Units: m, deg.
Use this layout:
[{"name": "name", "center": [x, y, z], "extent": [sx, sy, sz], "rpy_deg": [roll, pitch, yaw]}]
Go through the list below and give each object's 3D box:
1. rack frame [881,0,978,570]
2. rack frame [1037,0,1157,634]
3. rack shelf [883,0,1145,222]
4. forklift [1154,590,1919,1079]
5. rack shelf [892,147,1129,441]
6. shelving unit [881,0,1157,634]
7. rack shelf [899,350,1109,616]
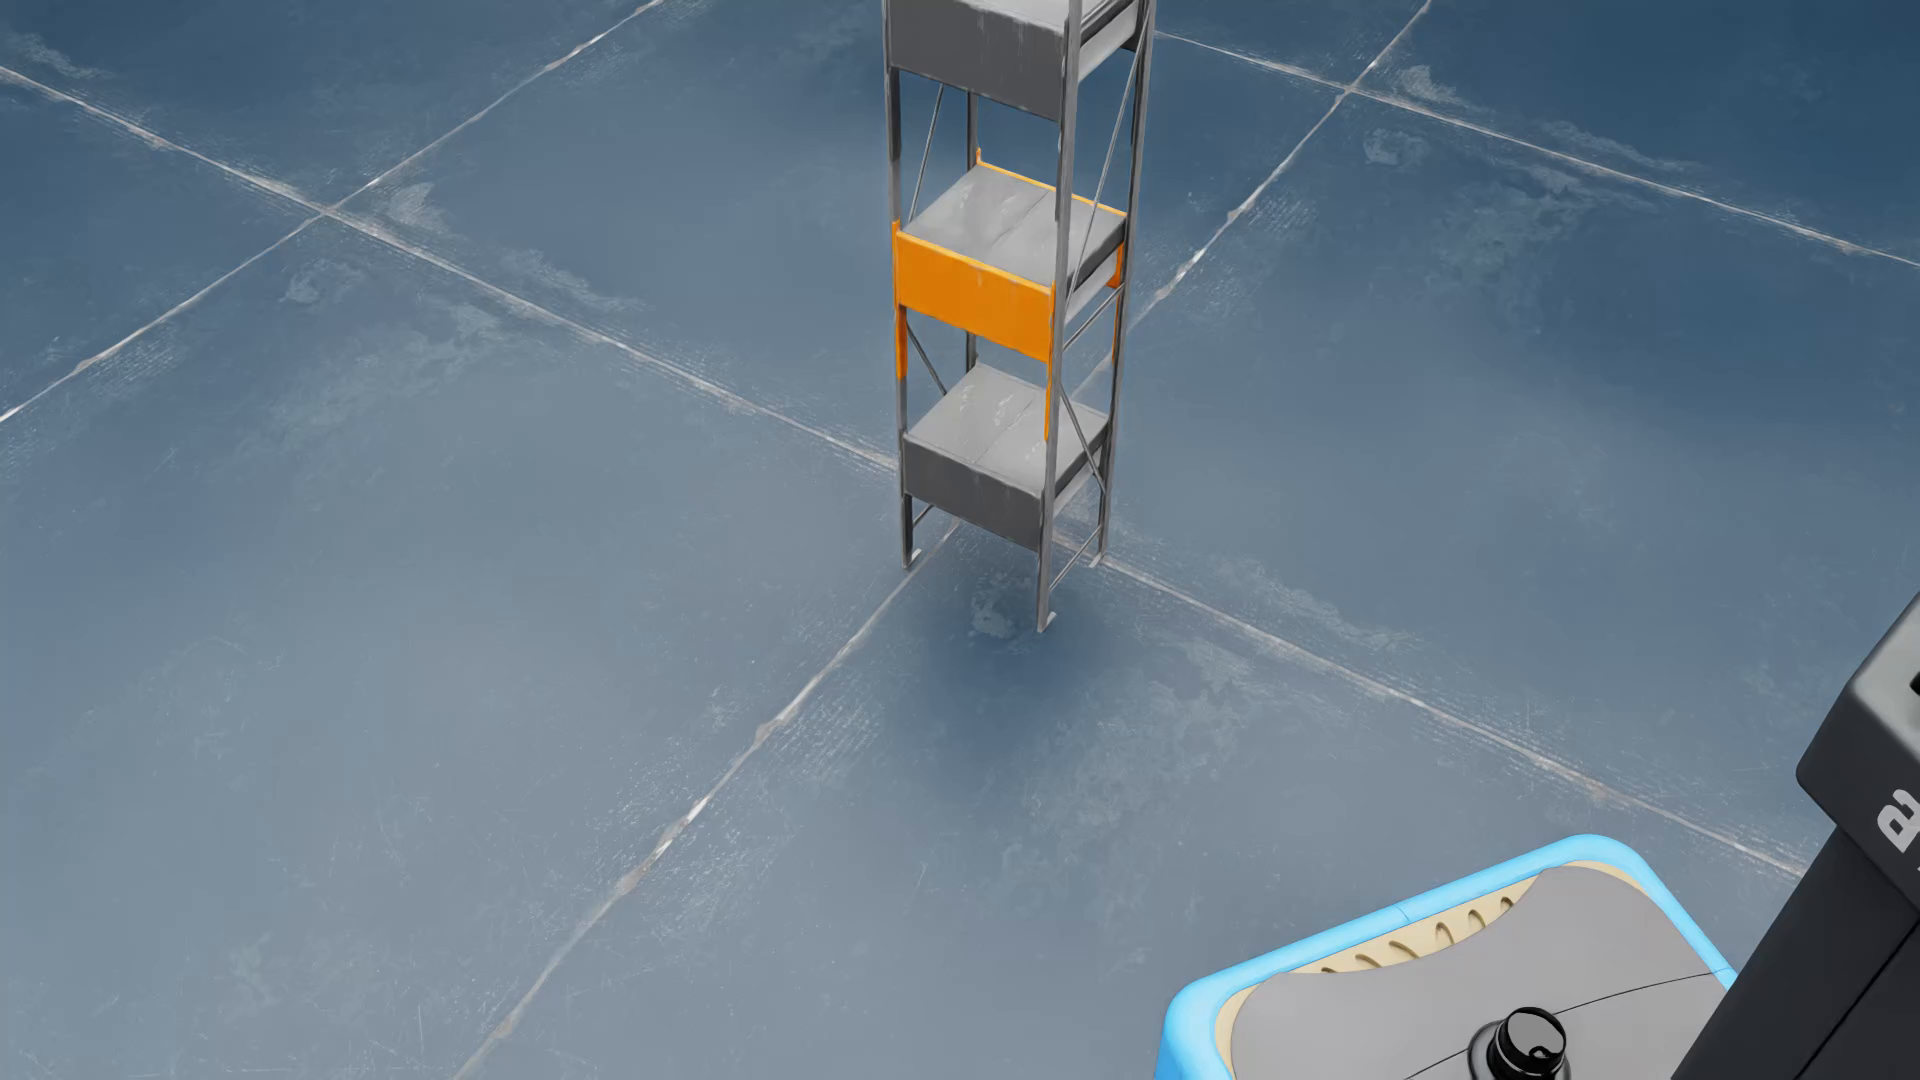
[{"name": "rack frame", "center": [-0.066, -0.762, 4.526], "extent": [0.015, 2.100, 0.400], "rpy_deg": [25, 51, 22]}, {"name": "rack frame", "center": [0.345, -0.573, 4.343], "extent": [0.015, 2.100, 0.400], "rpy_deg": [25, 51, 22]}, {"name": "rack shelf", "center": [0.139, -1.146, 3.942], "extent": [0.480, 0.518, 0.431], "rpy_deg": [25, 51, 22]}, {"name": "forklift", "center": [1.376, 1.388, 1.857], "extent": [1.130, 2.935, 3.031], "rpy_deg": [-16, 48, -15]}, {"name": "rack shelf", "center": [0.139, -0.658, 4.444], "extent": [0.480, 0.518, 0.431], "rpy_deg": [25, 51, 22]}, {"name": "shelving unit", "center": [0.139, -0.668, 4.435], "extent": [0.503, 2.100, 0.431], "rpy_deg": [25, 51, 22]}, {"name": "rack shelf", "center": [0.139, -0.170, 4.946], "extent": [0.480, 0.518, 0.431], "rpy_deg": [25, 51, 22]}]
